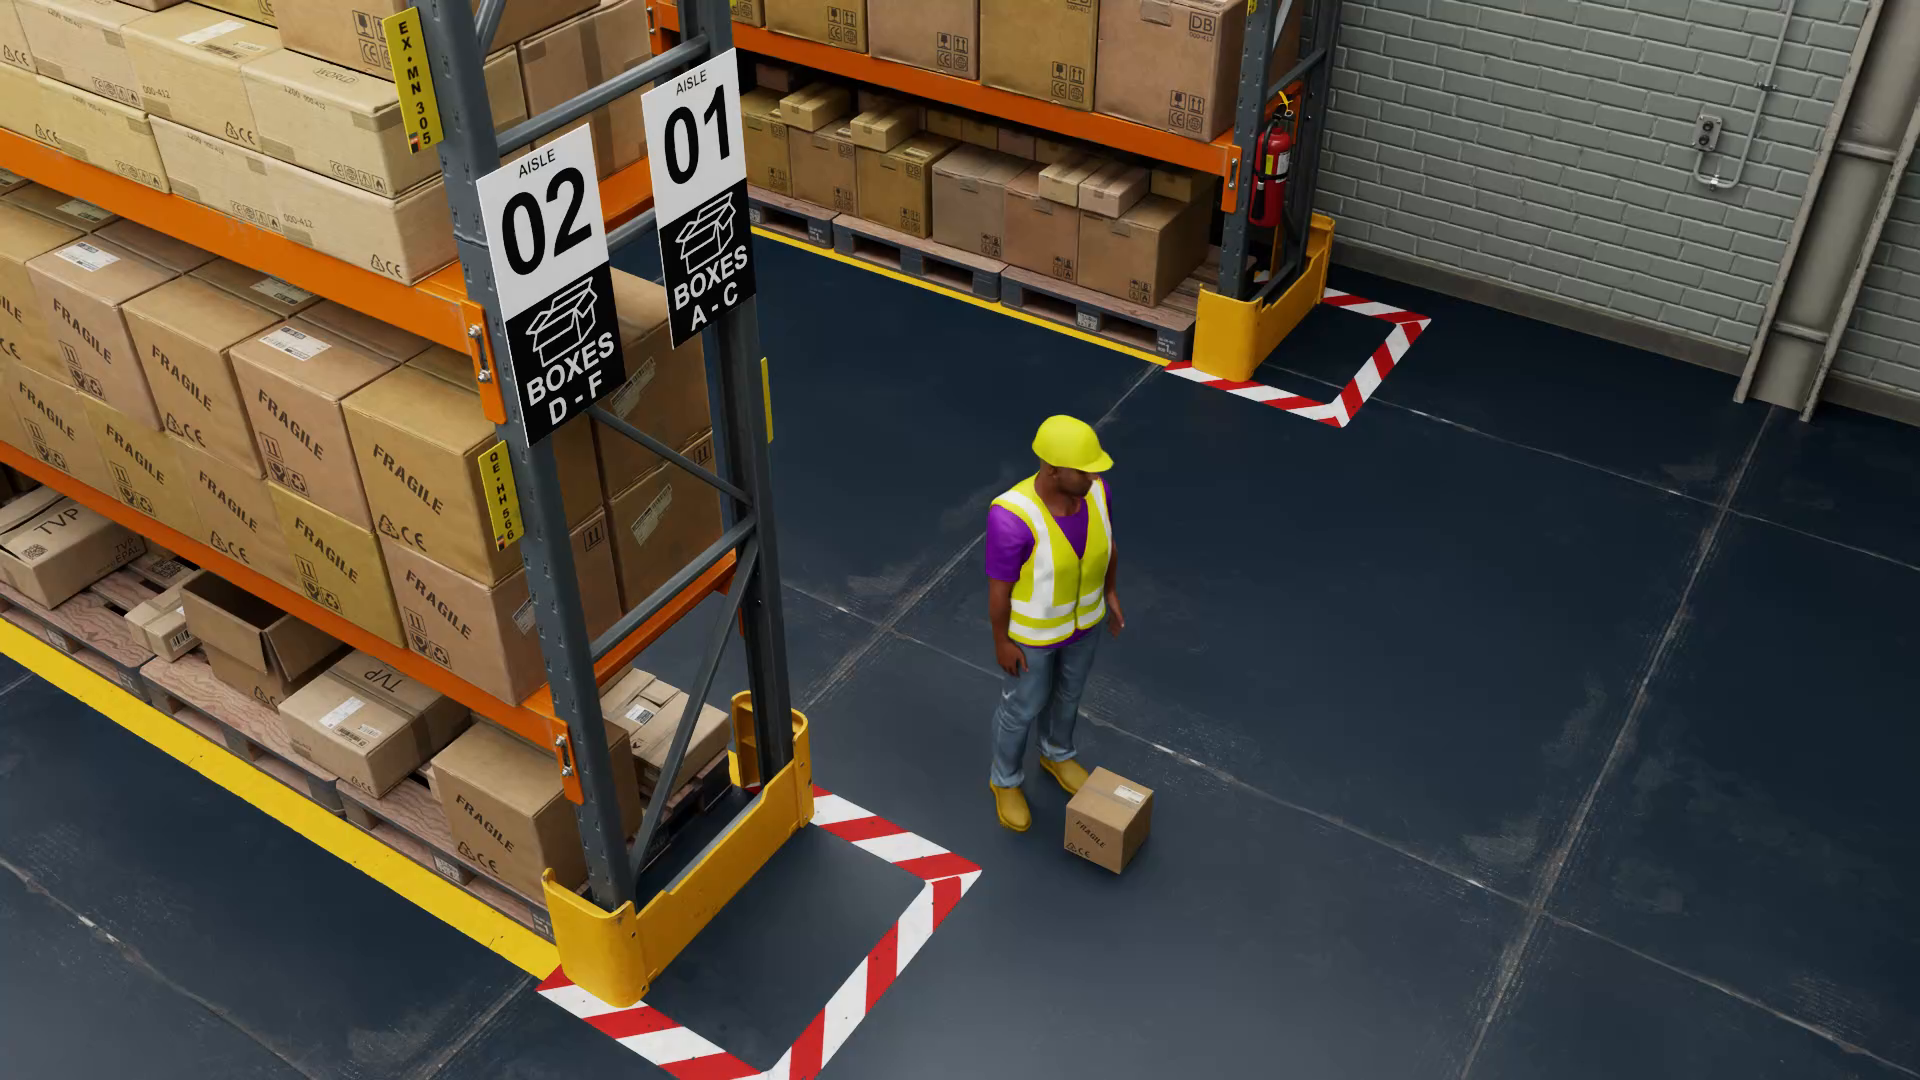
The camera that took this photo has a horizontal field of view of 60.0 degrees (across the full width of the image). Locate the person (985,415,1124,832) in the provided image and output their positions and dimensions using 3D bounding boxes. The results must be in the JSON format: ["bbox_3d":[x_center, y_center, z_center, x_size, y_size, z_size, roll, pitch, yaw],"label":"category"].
[{"bbox_3d":[0.365,0.302,6.282,0.587,1.778,0.365,-24,44,-27],"label":"person"}]
